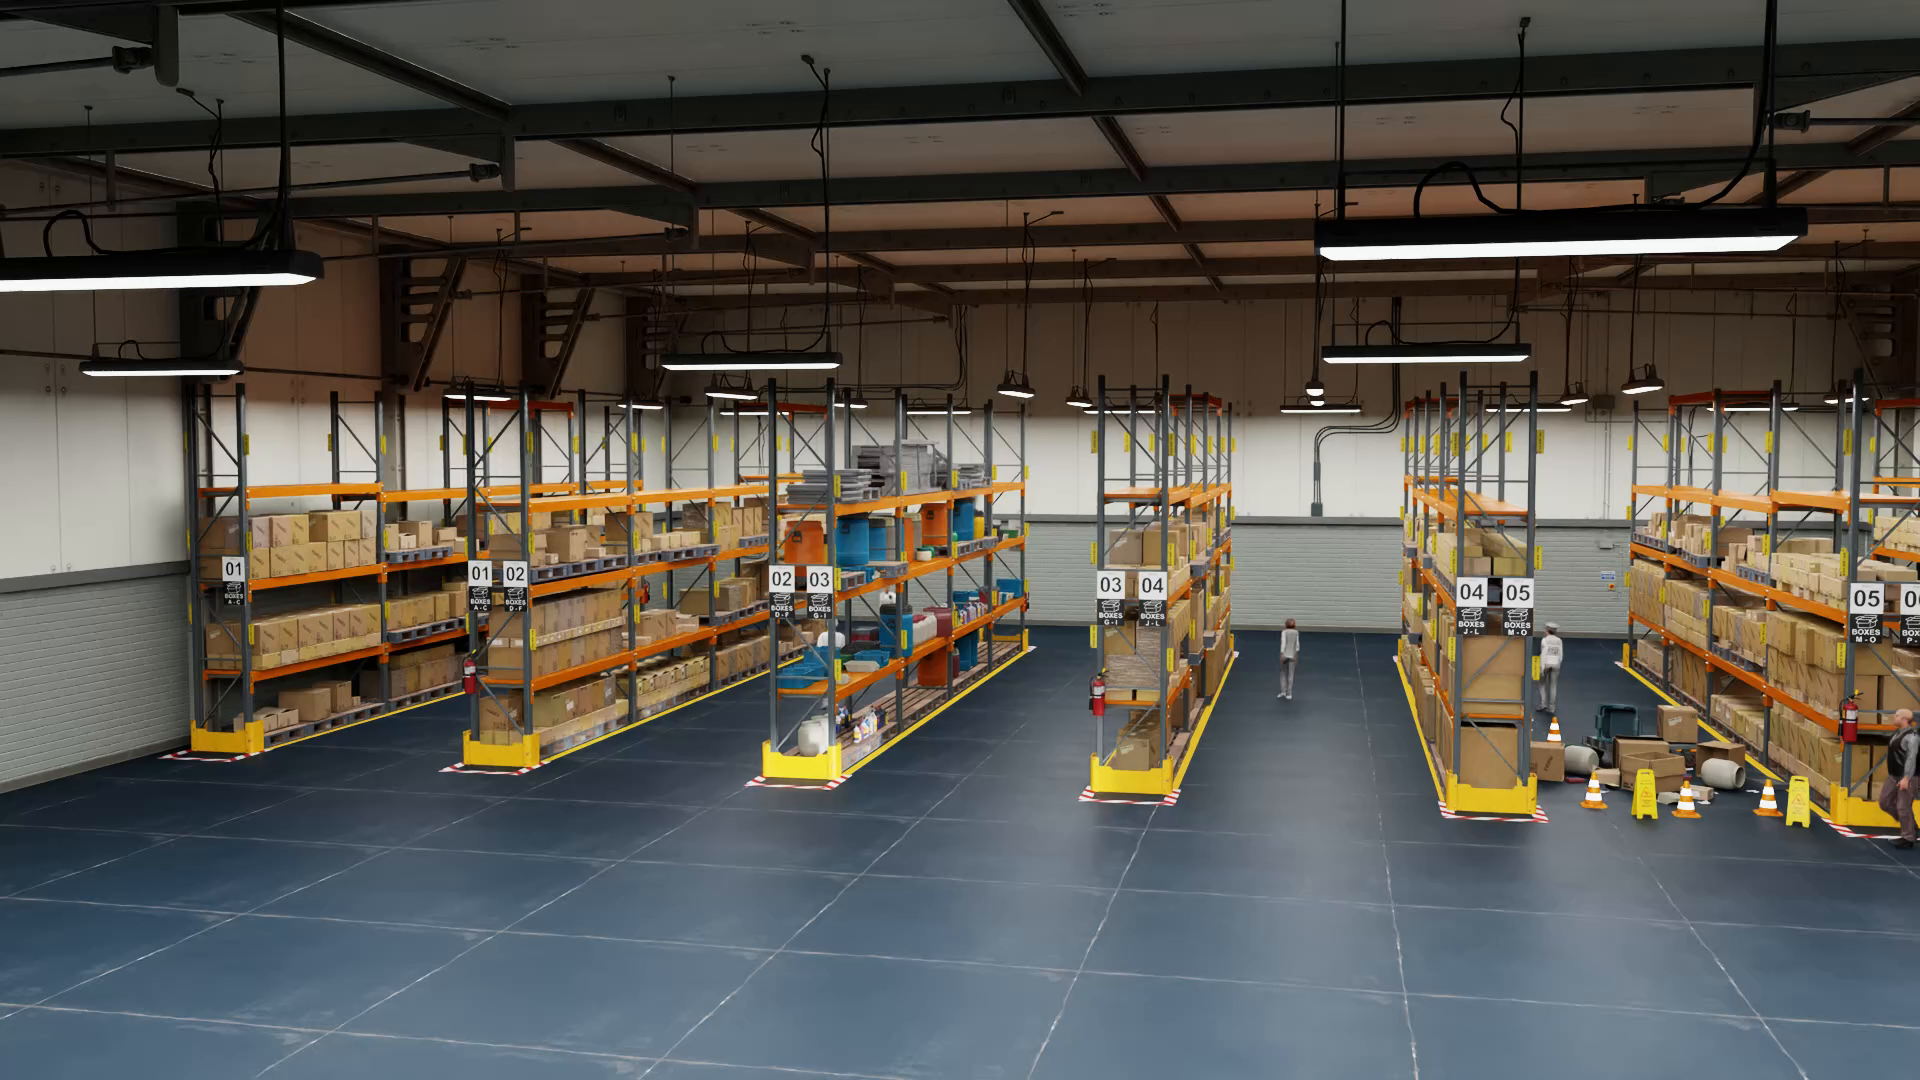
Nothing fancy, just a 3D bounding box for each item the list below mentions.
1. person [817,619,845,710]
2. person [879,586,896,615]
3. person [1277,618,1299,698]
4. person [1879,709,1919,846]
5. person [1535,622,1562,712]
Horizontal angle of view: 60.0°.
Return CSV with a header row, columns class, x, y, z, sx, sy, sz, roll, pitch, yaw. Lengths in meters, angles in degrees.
class,x,y,z,sx,sy,sz,roll,pitch,yaw
person,-2.402,2.349,31.173,0.612,1.786,0.547,0,3,-5
person,-1.752,1.827,40.959,0.492,1.635,0.872,1,3,10
person,6.499,2.345,32.829,0.407,1.612,0.664,0,3,6
person,11.748,2.950,20.666,0.482,1.722,0.536,0,3,0
person,11.062,2.411,31.133,0.466,1.734,0.580,0,3,8
